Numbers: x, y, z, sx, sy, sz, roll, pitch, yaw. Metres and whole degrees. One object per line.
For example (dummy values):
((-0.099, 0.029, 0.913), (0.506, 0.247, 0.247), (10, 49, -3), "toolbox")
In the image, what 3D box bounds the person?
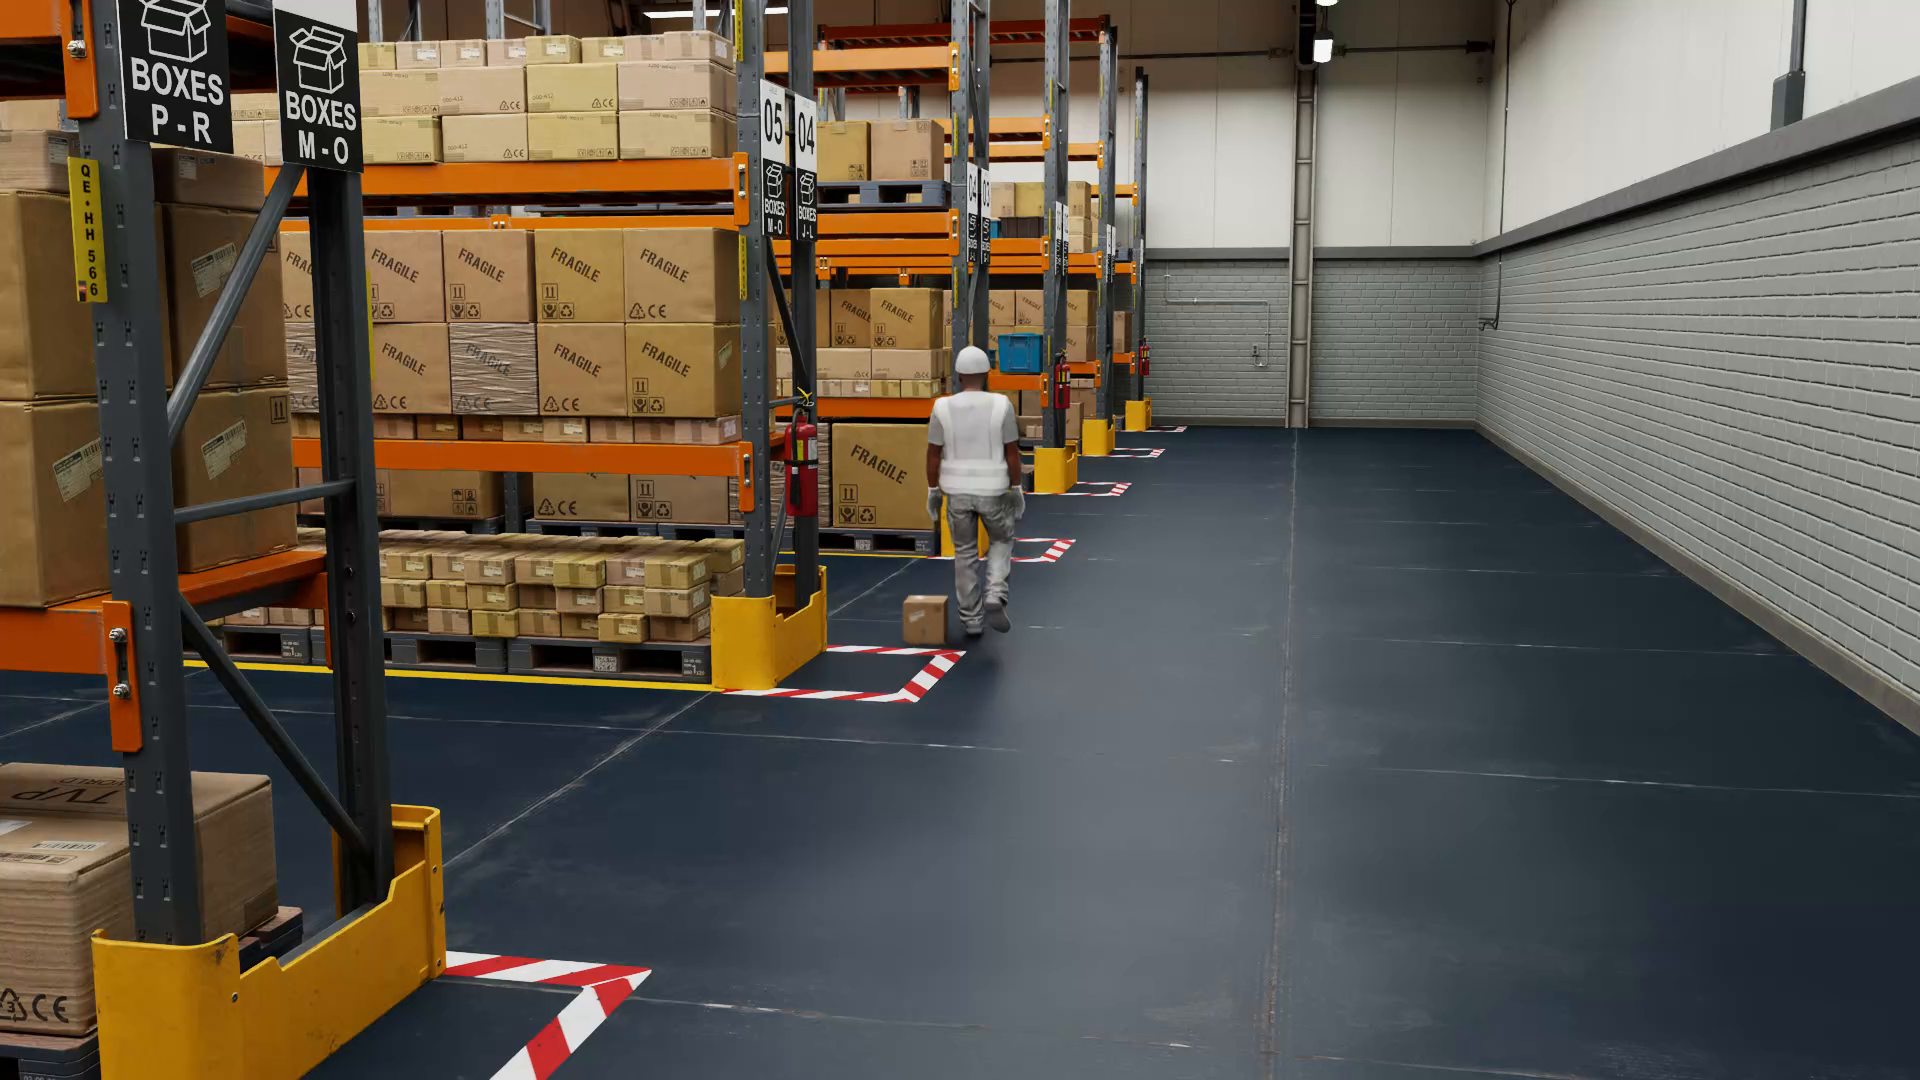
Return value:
((0.100, -0.306, 10.261), (0.609, 1.771, 0.467), (1, 8, 4), "person")
